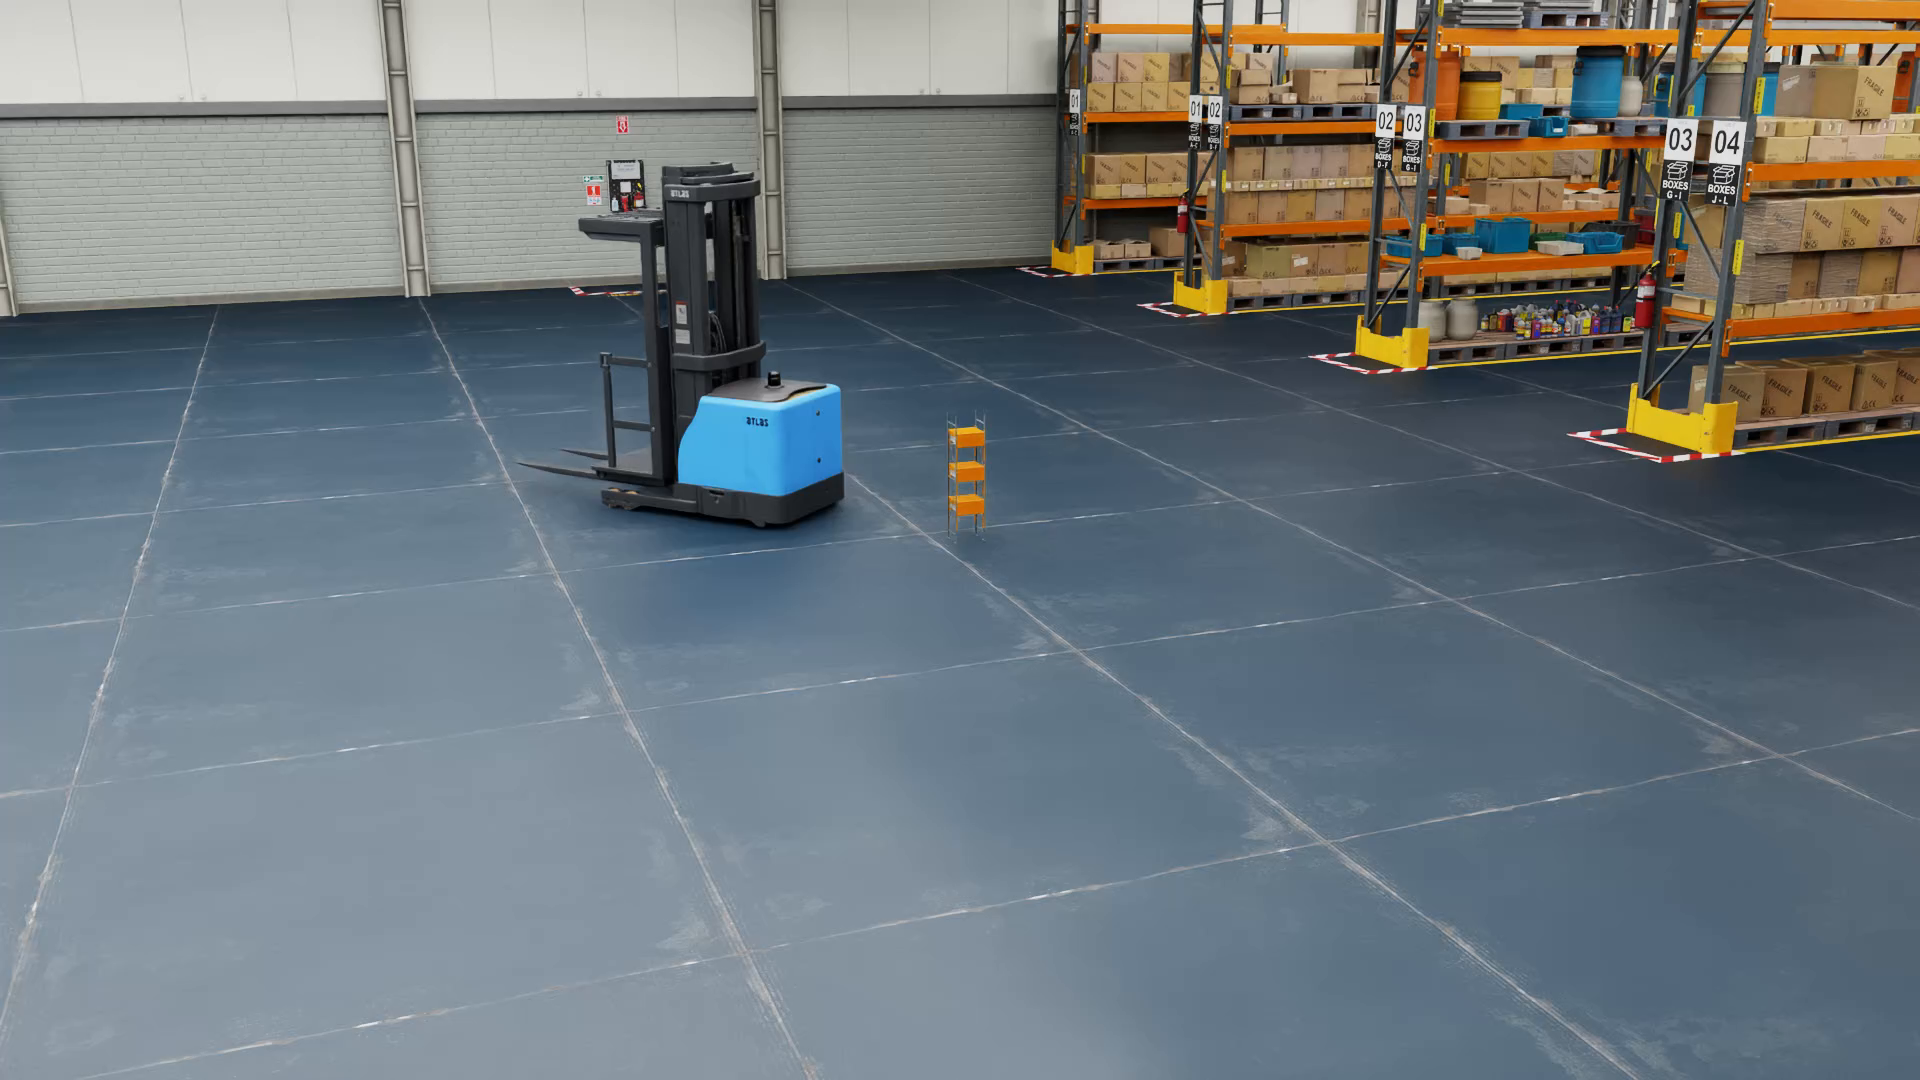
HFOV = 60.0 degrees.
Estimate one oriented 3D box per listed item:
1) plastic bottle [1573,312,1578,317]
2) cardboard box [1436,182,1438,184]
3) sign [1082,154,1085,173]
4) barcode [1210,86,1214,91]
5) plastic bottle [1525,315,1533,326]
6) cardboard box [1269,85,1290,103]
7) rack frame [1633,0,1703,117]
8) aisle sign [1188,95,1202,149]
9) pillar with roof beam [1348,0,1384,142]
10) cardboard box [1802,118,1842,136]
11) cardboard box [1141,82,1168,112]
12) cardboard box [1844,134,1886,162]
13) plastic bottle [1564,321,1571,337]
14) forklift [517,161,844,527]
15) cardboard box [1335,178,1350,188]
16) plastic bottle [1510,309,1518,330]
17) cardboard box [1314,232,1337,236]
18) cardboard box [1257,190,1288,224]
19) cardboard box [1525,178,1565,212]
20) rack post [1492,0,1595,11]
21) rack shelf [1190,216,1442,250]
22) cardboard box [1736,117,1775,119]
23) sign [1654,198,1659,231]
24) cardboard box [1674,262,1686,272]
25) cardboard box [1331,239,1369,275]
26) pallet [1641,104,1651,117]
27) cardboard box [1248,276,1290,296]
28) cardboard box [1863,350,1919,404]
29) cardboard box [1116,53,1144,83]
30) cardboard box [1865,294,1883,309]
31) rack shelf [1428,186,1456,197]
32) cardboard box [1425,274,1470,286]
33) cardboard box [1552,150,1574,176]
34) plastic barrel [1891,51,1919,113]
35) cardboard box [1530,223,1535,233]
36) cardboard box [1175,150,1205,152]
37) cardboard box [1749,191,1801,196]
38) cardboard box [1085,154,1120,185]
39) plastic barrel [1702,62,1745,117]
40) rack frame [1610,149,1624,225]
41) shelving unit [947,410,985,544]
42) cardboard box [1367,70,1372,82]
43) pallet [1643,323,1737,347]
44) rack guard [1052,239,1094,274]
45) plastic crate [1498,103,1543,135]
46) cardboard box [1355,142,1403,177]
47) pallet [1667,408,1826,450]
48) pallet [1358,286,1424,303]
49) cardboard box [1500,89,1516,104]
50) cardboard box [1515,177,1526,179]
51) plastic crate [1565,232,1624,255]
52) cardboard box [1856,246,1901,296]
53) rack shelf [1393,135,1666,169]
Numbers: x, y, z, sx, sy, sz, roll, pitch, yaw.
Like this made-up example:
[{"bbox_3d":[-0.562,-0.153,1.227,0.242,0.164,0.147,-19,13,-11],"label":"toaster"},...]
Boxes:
[{"bbox_3d":[8.216,-2.896,22.176,0.133,0.283,0.061,-6,17,-20],"label":"plastic bottle"},{"bbox_3d":[9.659,-7.155,33.051,0.250,0.149,0.380,-6,17,-19],"label":"cardboard box"},{"bbox_3d":[2.170,-6.632,29.323,0.005,0.325,0.100,-6,17,-20],"label":"sign"},{"bbox_3d":[3.861,-6.932,25.525,0.075,0.075,0.001,-6,17,-20],"label":"barcode"},{"bbox_3d":[7.691,-2.944,22.487,0.097,0.201,0.097,0,16,0],"label":"plastic bottle"},{"bbox_3d":[4.733,-6.878,25.645,0.500,0.250,0.500,-6,17,-20],"label":"cardboard box"},{"bbox_3d":[9.256,-7.035,21.583,0.127,3.000,1.000,-6,17,-20],"label":"rack frame"},{"bbox_3d":[3.585,-6.375,25.368,0.004,0.787,0.394,-6,17,-20],"label":"aisle sign"},{"bbox_3d":[9.463,-9.008,28.304,0.400,9.000,9.100,-6,17,-20],"label":"pillar with roof beam"},{"bbox_3d":[8.381,-4.043,16.276,0.250,0.149,0.380,-5,17,-18],"label":"cardboard box"},{"bbox_3d":[3.375,-7.922,29.716,0.500,0.500,0.500,-5,17,-18],"label":"cardboard box"},{"bbox_3d":[8.779,-3.900,16.498,0.500,0.250,0.500,-6,17,-20],"label":"cardboard box"},{"bbox_3d":[8.023,-2.798,21.987,0.097,0.201,0.097,0,16,0],"label":"plastic bottle"},{"bbox_3d":[-2.564,-1.787,14.480,3.031,2.935,1.130,8,18,26],"label":"forklift"},{"bbox_3d":[5.877,-5.580,25.948,0.250,0.149,0.380,-6,17,-18],"label":"cardboard box"},{"bbox_3d":[7.454,-2.990,22.509,0.135,0.276,0.152,-7,18,-22],"label":"plastic bottle"},{"bbox_3d":[6.857,-5.918,32.084,0.500,0.500,0.700,-7,18,-21],"label":"cardboard box"},{"bbox_3d":[4.681,-5.202,25.813,0.500,0.500,0.700,-6,17,-19],"label":"cardboard box"},{"bbox_3d":[9.661,-5.738,27.636,0.500,0.500,0.500,-7,18,-23],"label":"cardboard box"},{"bbox_3d":[7.319,-6.799,20.913,0.954,0.300,0.937,-7,18,-21],"label":"rack post"},{"bbox_3d":[5.619,-4.913,26.282,4.000,0.370,1.077,-6,17,-20],"label":"rack shelf"},{"bbox_3d":[7.942,-4.170,16.711,0.250,0.149,0.380,-7,18,-22],"label":"cardboard box"},{"bbox_3d":[7.113,-3.305,16.913,0.005,0.325,0.100,-6,17,-20],"label":"sign"},{"bbox_3d":[12.236,-4.900,28.616,0.500,0.500,0.500,-7,18,-22],"label":"cardboard box"},{"bbox_3d":[6.196,-4.499,26.398,0.500,0.500,0.500,-6,17,-20],"label":"cardboard box"},{"bbox_3d":[10.620,-7.120,27.531,1.003,0.211,1.213,-5,17,-18],"label":"pallet"},{"bbox_3d":[4.798,-3.986,25.982,0.500,0.250,0.500,-6,17,-20],"label":"cardboard box"},{"bbox_3d":[10.108,-1.766,17.978,0.500,0.500,0.500,-1,16,-2],"label":"cardboard box"},{"bbox_3d":[2.909,-8.348,29.392,0.500,0.500,0.500,-6,18,-21],"label":"cardboard box"},{"bbox_3d":[9.266,-2.481,17.169,0.250,0.149,0.380,-6,17,-20],"label":"cardboard box"},{"bbox_3d":[7.579,-6.619,32.092,4.000,0.370,1.077,-6,17,-20],"label":"rack shelf"},{"bbox_3d":[7.952,-4.318,27.112,0.500,0.250,0.500,-7,18,-21],"label":"cardboard box"},{"bbox_3d":[11.895,-7.554,33.259,0.500,0.500,0.500,-6,17,-20],"label":"cardboard box"},{"bbox_3d":[13.522,-6.463,23.451,0.708,0.830,0.600,-6,17,-20],"label":"plastic barrel"},{"bbox_3d":[11.000,-6.462,33.351,0.750,0.750,0.750,-6,17,-20],"label":"cardboard box"},{"bbox_3d":[4.246,-6.968,30.902,0.500,0.500,0.500,-6,17,-19],"label":"cardboard box"},{"bbox_3d":[8.183,-3.293,17.007,0.500,0.500,0.500,-6,17,-20],"label":"cardboard box"},{"bbox_3d":[2.529,-6.626,29.738,0.500,0.500,0.500,-6,17,-20],"label":"cardboard box"},{"bbox_3d":[10.264,-6.010,22.528,0.600,0.901,0.600,0,16,0],"label":"plastic barrel"},{"bbox_3d":[13.181,-7.569,34.051,0.127,3.000,1.000,-6,17,-20],"label":"rack frame"},{"bbox_3d":[0.050,-0.509,13.469,0.252,1.050,0.215,-6,17,-20],"label":"shelving unit"},{"bbox_3d":[7.402,-8.610,31.348,0.500,0.500,0.500,-7,18,-22],"label":"cardboard box"},{"bbox_3d":[9.975,-2.908,23.125,1.213,0.211,1.003,-6,17,-20],"label":"pallet"},{"bbox_3d":[2.047,-5.168,30.309,0.348,0.500,1.175,-6,17,-20],"label":"rack guard"},{"bbox_3d":[7.194,-5.456,21.559,0.575,0.384,0.392,-6,17,-20],"label":"plastic crate"},{"bbox_3d":[6.604,-6.033,26.338,0.500,0.500,0.700,-6,17,-20],"label":"cardboard box"},{"bbox_3d":[8.135,-1.192,17.283,1.213,0.211,1.003,-6,17,-20],"label":"pallet"},{"bbox_3d":[6.729,-4.053,27.025,1.213,0.211,1.003,-6,17,-20],"label":"pallet"},{"bbox_3d":[8.578,-7.144,26.800,0.500,0.250,0.500,-8,18,-25],"label":"cardboard box"},{"bbox_3d":[11.028,-7.164,33.082,0.250,0.149,0.380,-6,17,-19],"label":"cardboard box"},{"bbox_3d":[8.320,-3.902,21.826,0.616,0.251,0.499,-6,17,-20],"label":"plastic crate"},{"bbox_3d":[9.194,-2.857,17.298,0.500,0.500,0.875,-6,17,-20],"label":"cardboard box"},{"bbox_3d":[7.388,-5.049,21.420,4.000,0.370,1.077,-6,17,-20],"label":"rack shelf"}]
